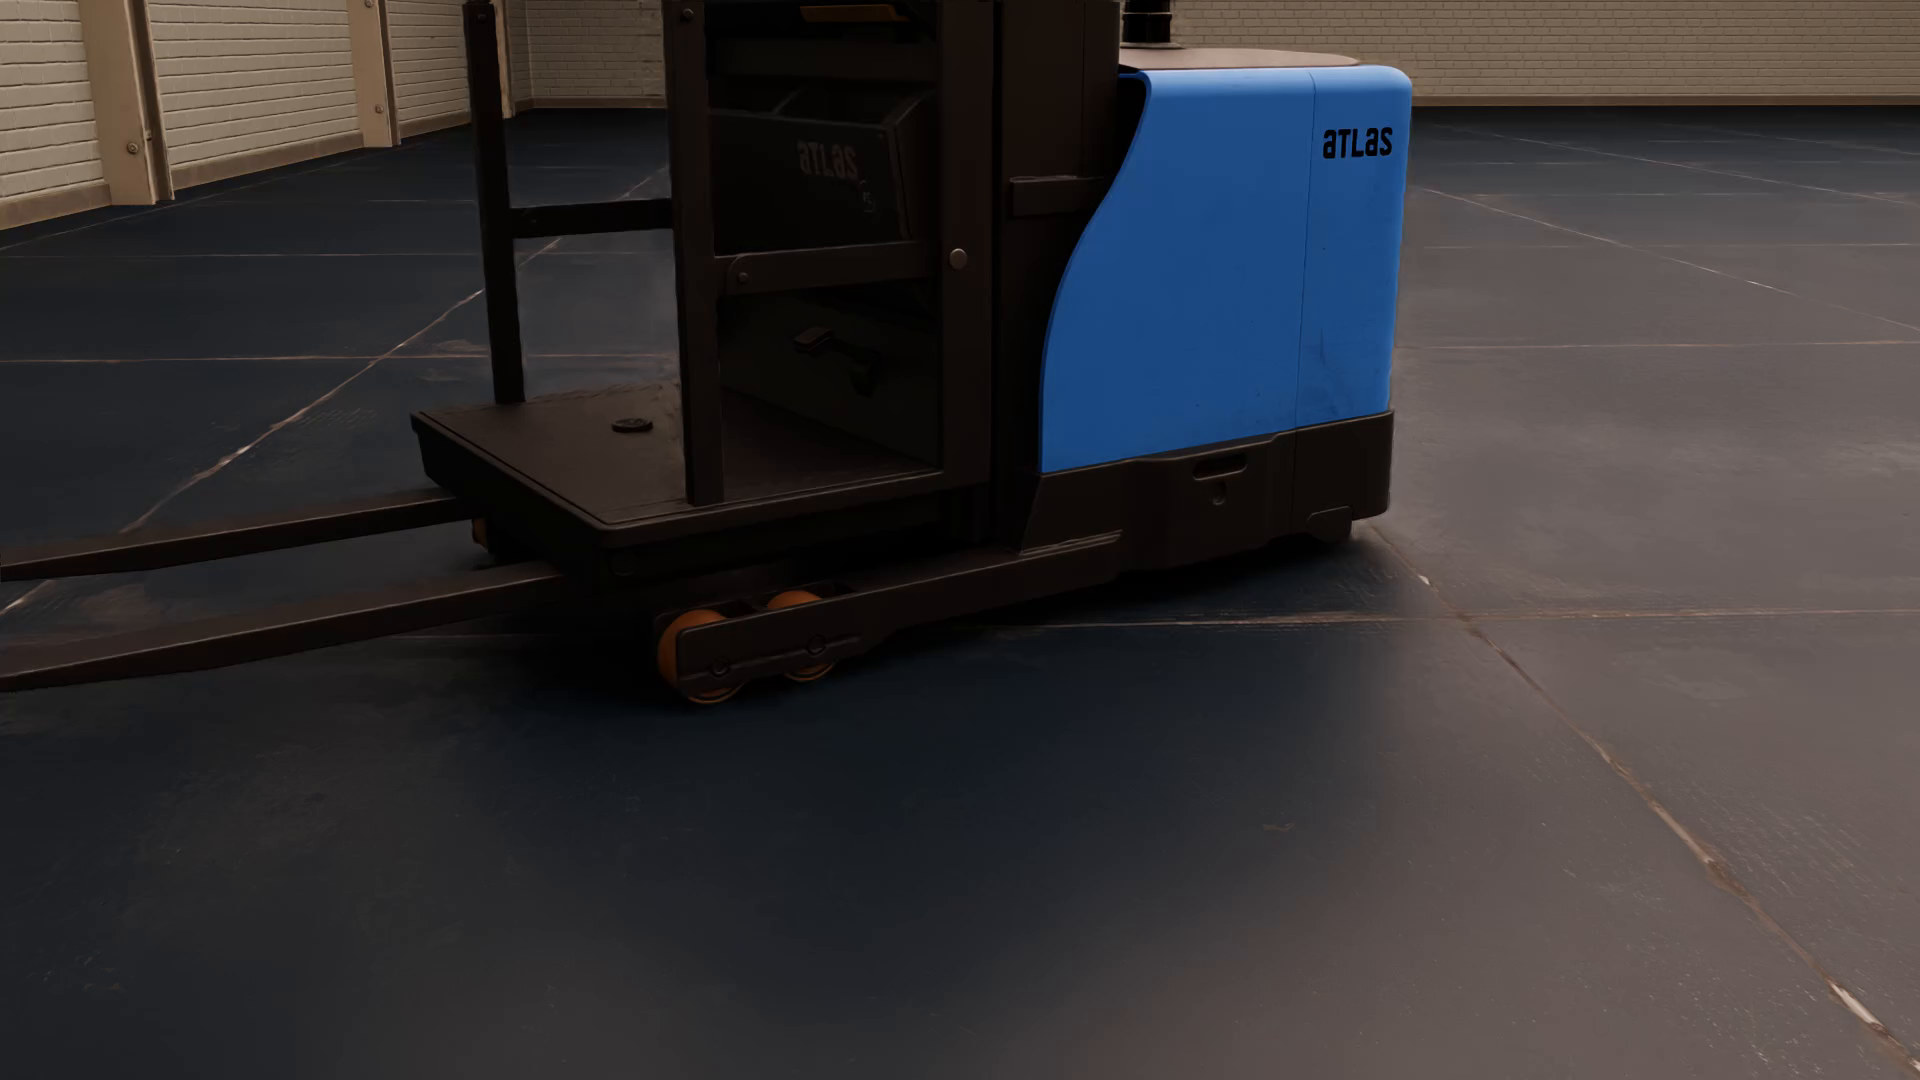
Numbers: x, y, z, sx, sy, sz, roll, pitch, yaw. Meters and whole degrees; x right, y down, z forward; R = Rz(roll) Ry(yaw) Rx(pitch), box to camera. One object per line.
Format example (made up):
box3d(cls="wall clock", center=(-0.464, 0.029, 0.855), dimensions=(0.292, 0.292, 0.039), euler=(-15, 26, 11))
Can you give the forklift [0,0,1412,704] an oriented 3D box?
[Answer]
box3d(cls="forklift", center=(-0.500, -1.284, 3.106), dimensions=(3.031, 2.935, 1.130), euler=(-11, 20, -32))
